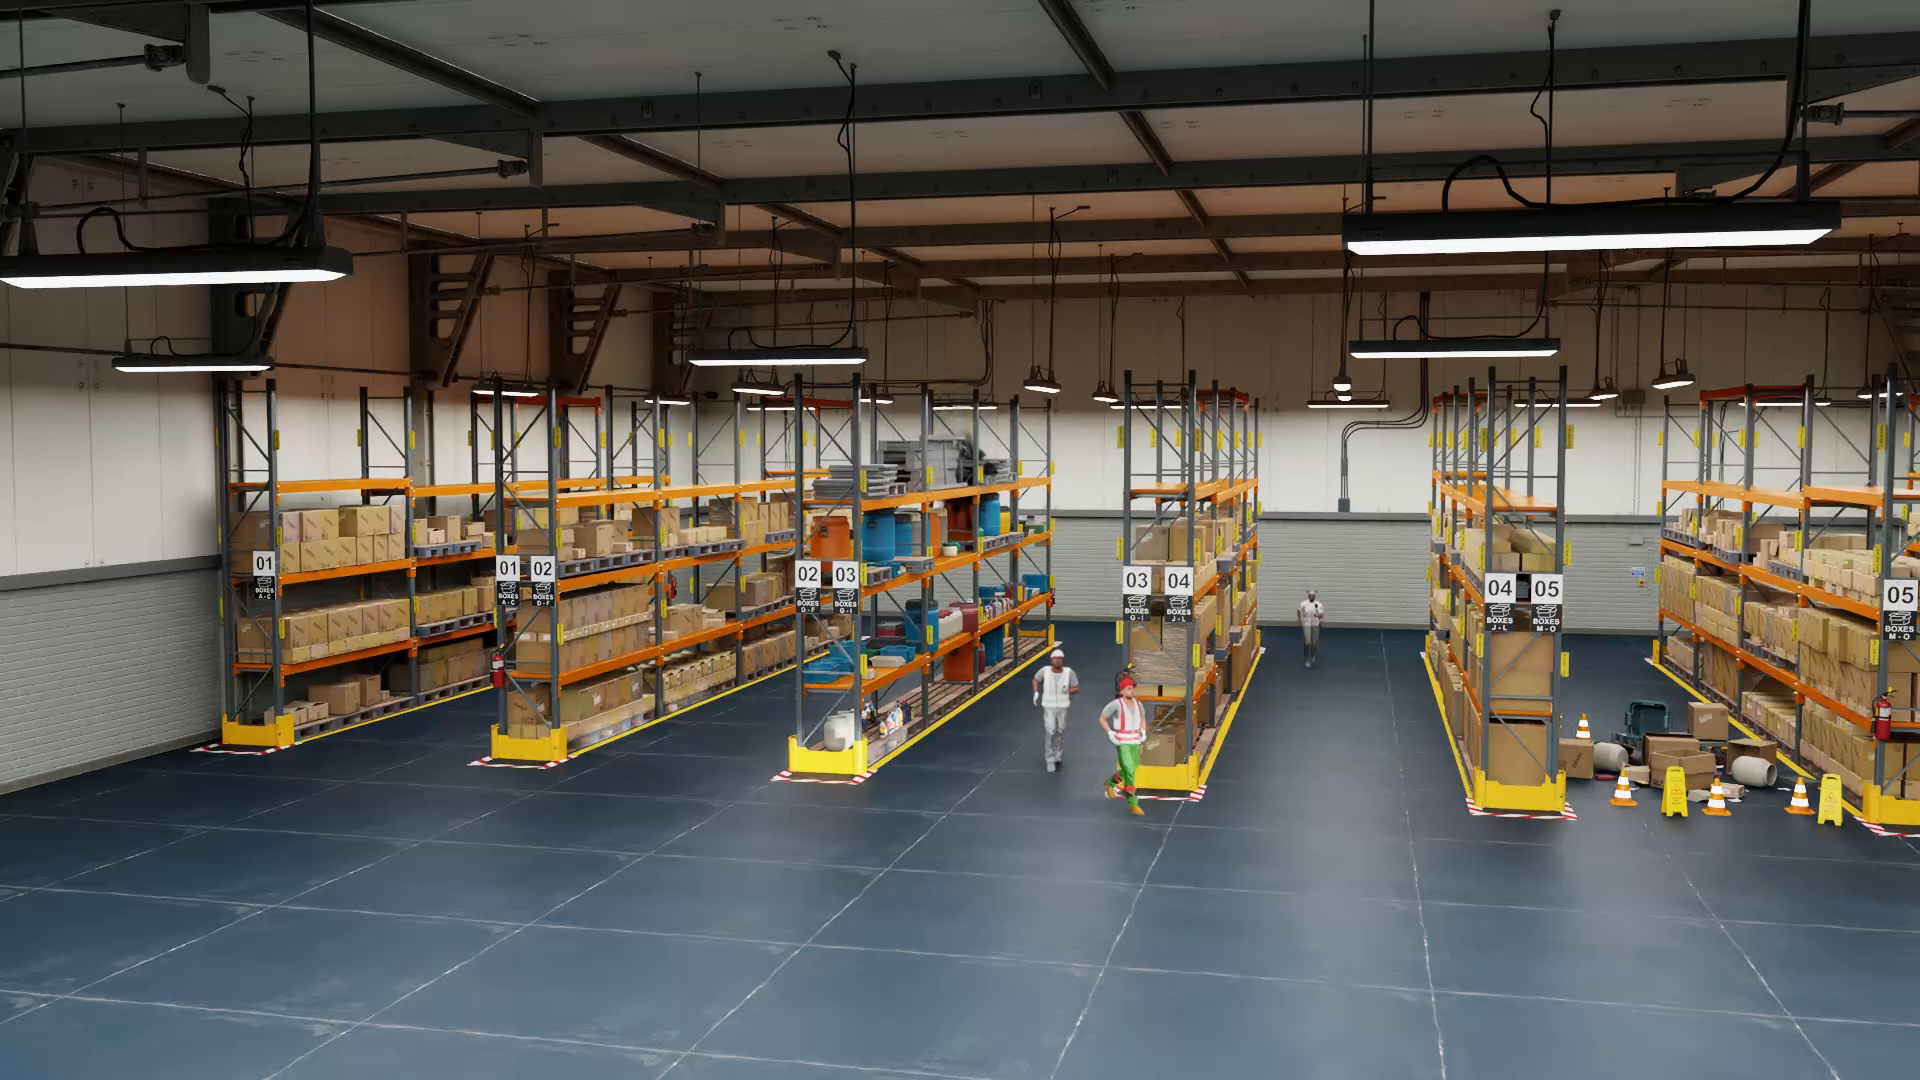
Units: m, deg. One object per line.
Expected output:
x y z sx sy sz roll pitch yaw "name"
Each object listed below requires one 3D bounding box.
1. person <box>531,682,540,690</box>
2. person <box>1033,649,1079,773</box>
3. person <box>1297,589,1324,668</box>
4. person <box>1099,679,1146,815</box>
-7.519 2.290 29.993 0.694 1.767 0.969 1 3 10 "person"
1.470 2.576 25.373 0.687 1.831 0.790 0 3 -5 "person"
7.774 1.951 36.845 0.548 1.759 0.768 0 3 3 "person"
2.248 2.773 22.575 0.698 1.802 0.874 -2 4 -30 "person"
